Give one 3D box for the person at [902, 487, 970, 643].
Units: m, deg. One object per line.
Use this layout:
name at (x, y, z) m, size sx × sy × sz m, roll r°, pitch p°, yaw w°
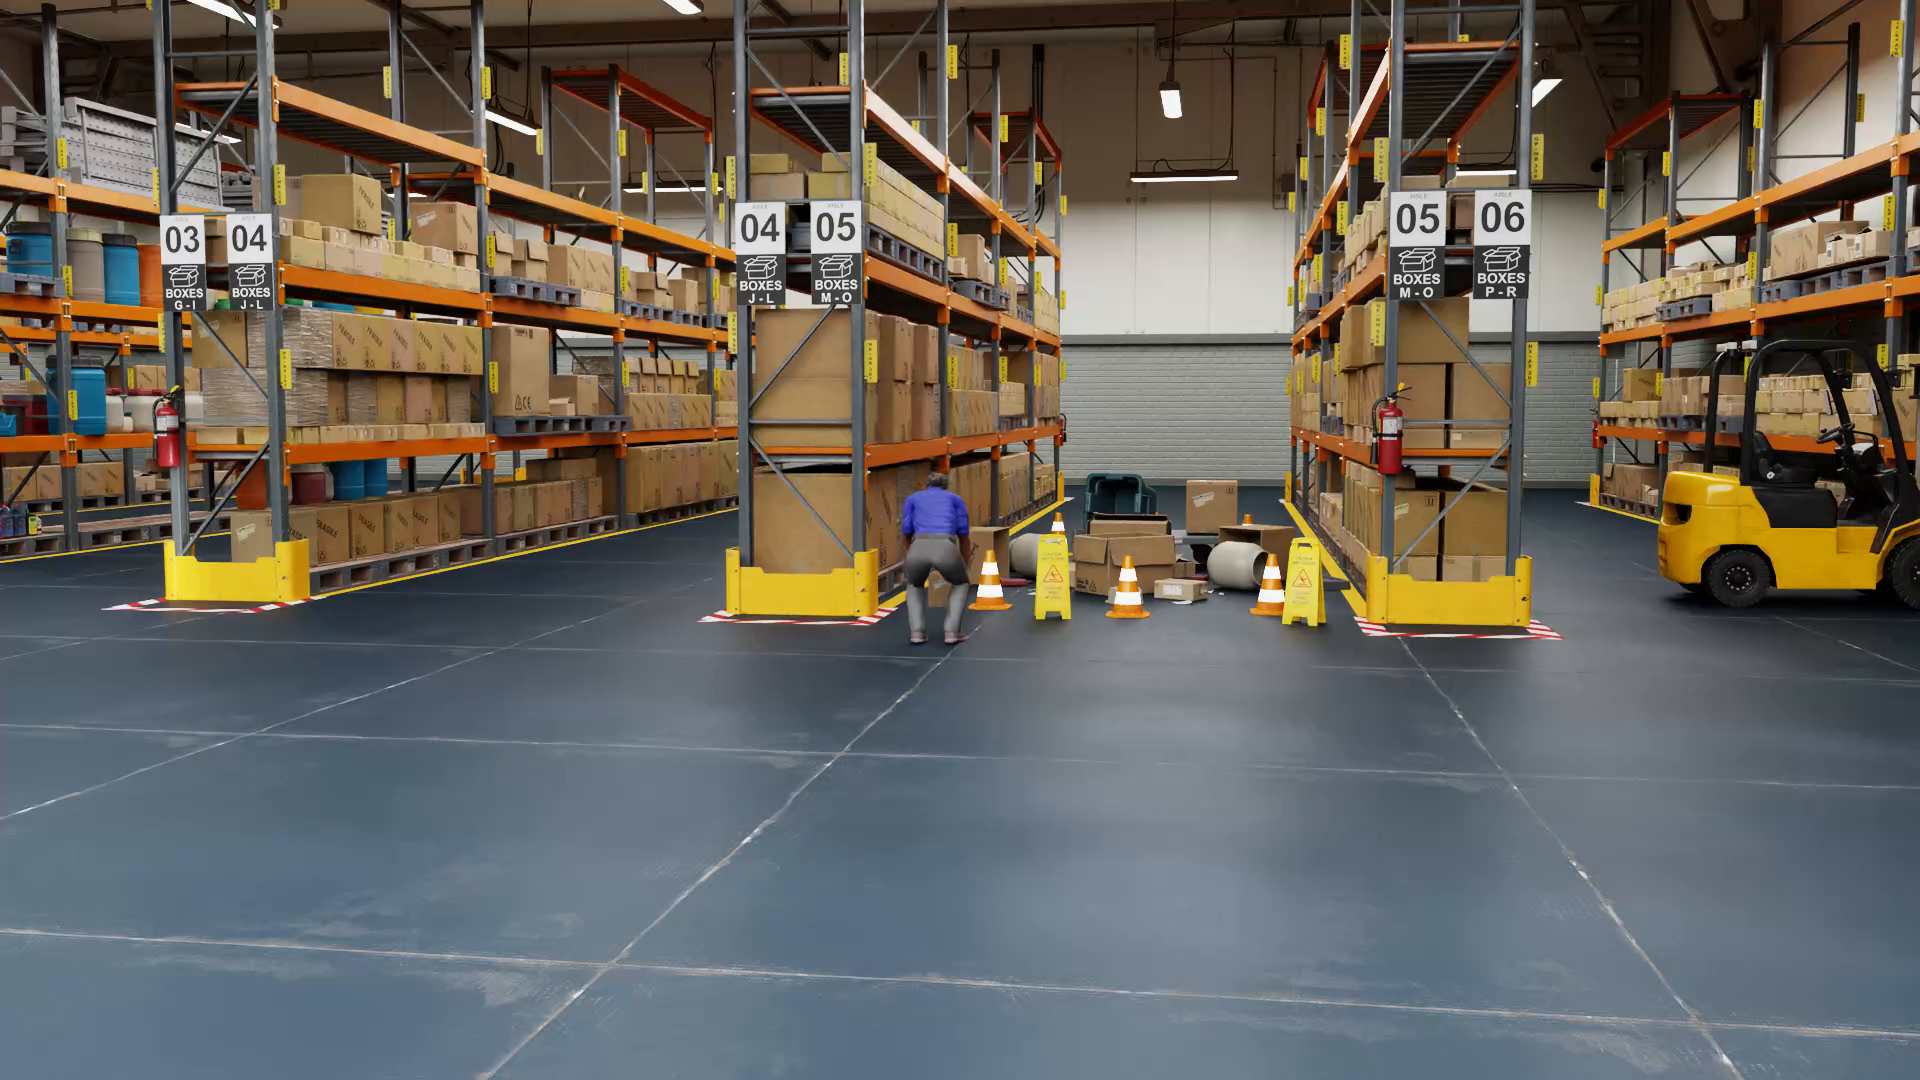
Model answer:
person at (-0.197, 0.179, 11.429) m, size 0.486 × 1.068 × 0.556 m, roll 1°, pitch 5°, yaw 9°
